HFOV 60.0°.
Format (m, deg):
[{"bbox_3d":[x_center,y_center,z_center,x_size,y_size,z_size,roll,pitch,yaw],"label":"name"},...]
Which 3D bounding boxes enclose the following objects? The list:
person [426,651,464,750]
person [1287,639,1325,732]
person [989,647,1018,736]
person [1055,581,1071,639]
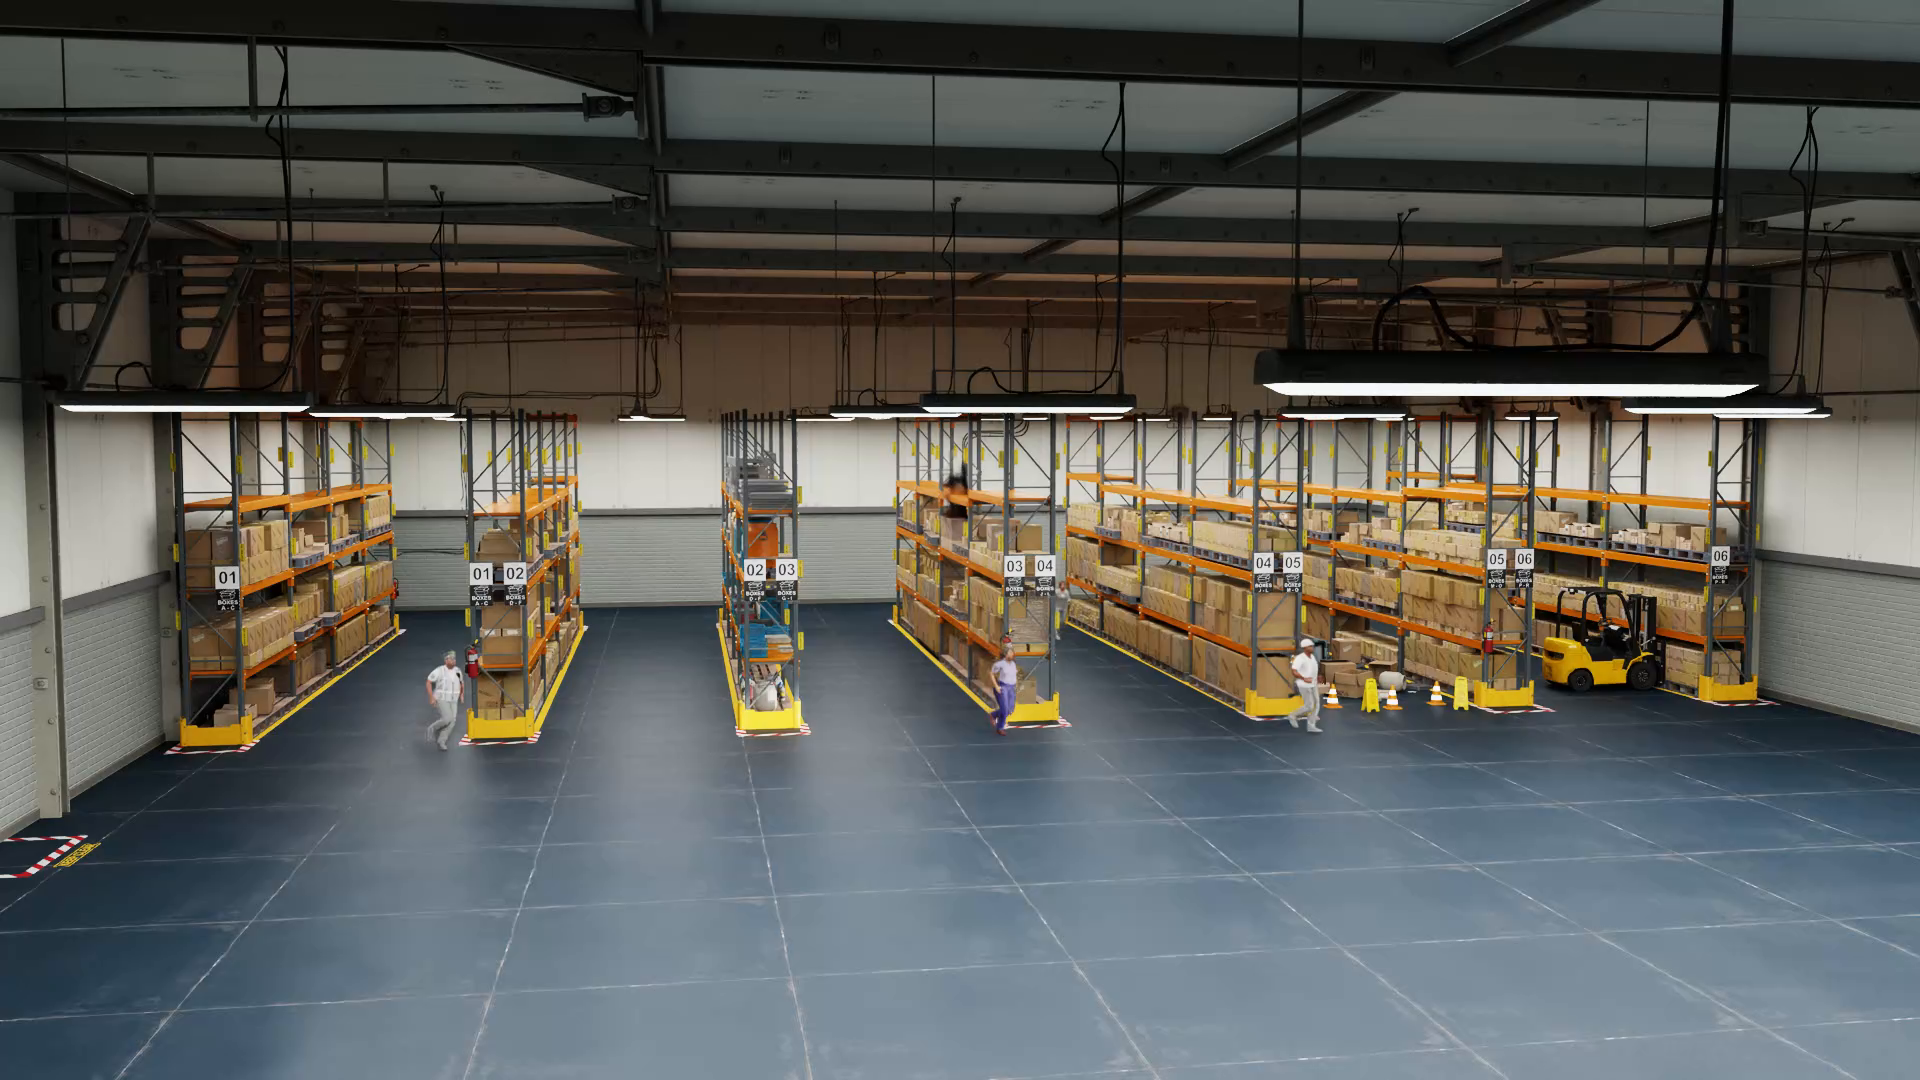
[{"bbox_3d":[-9.041,2.819,29.416,0.548,1.705,0.699,3,5,40],"label":"person"},{"bbox_3d":[6.435,2.702,30.907,0.687,1.738,0.733,3,5,41],"label":"person"},{"bbox_3d":[0.802,2.792,30.855,0.649,1.607,0.621,-4,5,-43],"label":"person"},{"bbox_3d":[2.689,1.868,44.109,0.534,1.542,0.615,-1,4,-14],"label":"person"}]
